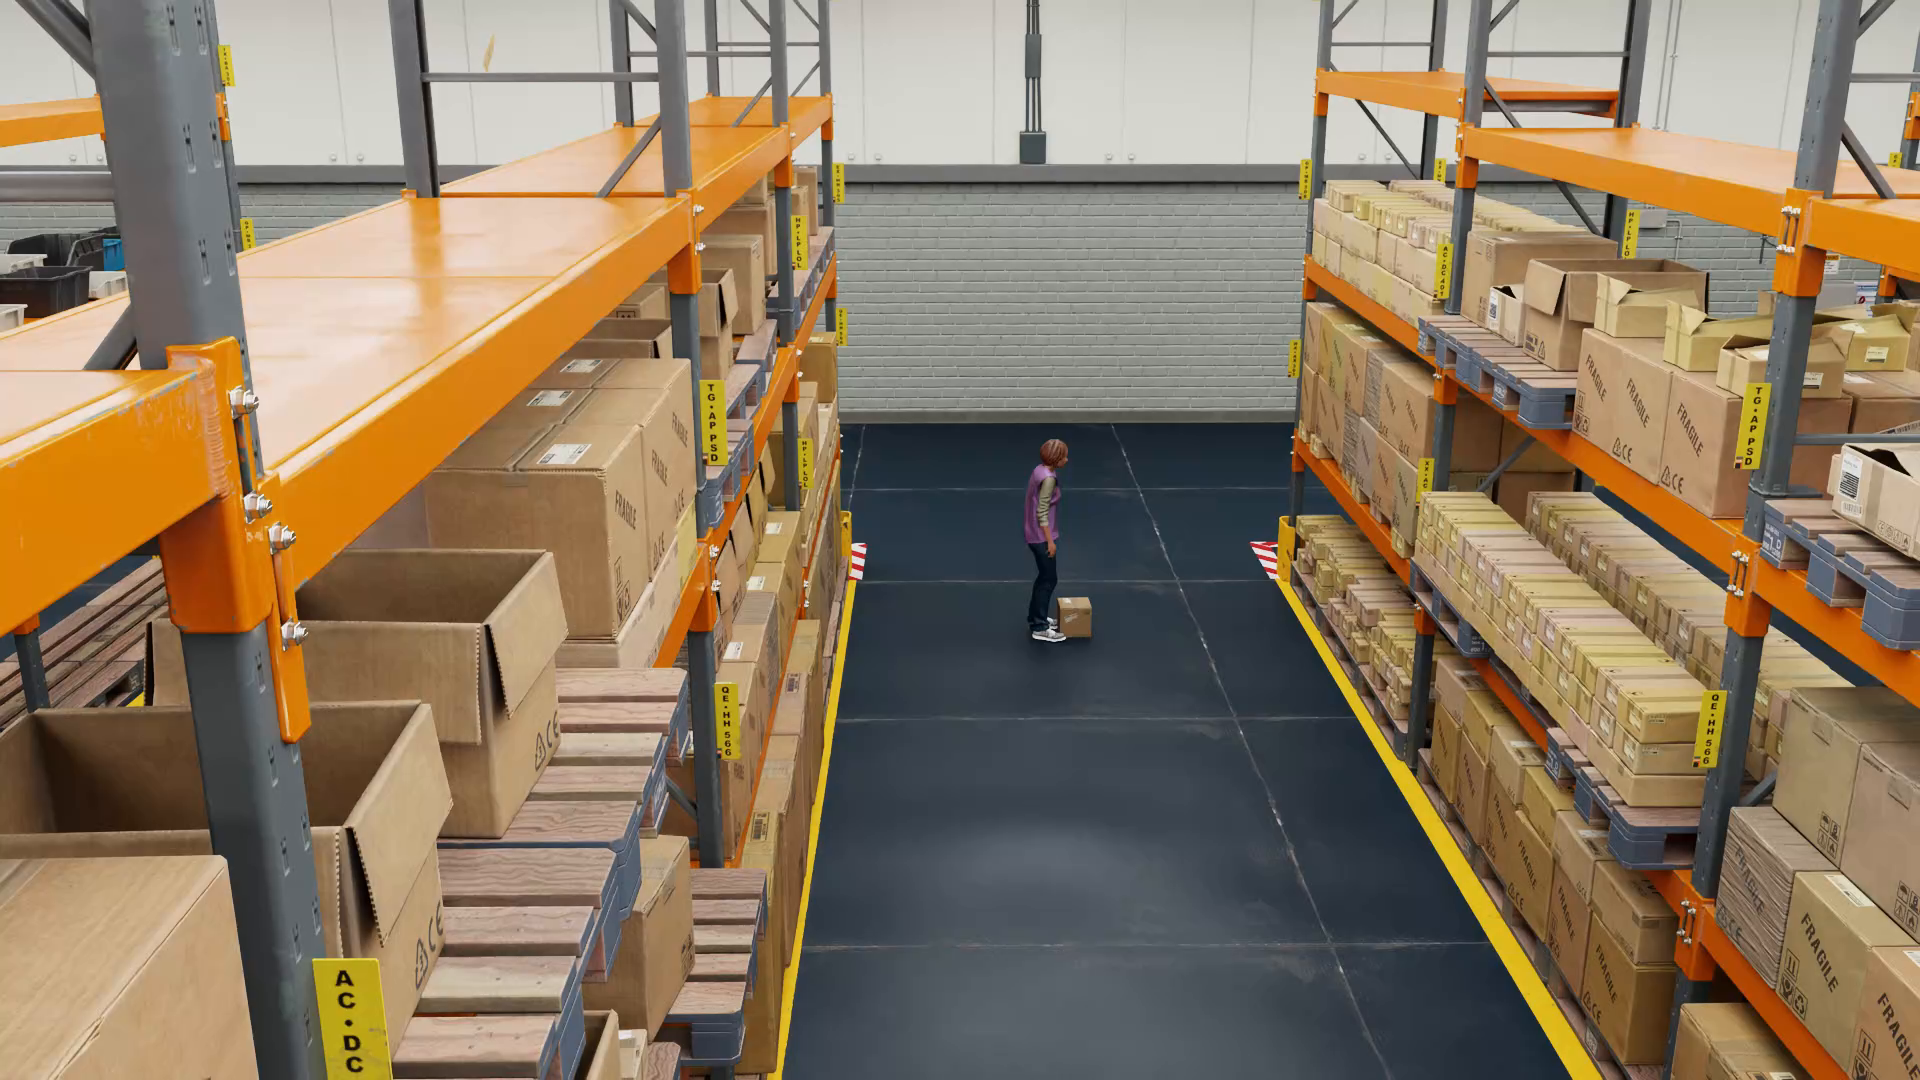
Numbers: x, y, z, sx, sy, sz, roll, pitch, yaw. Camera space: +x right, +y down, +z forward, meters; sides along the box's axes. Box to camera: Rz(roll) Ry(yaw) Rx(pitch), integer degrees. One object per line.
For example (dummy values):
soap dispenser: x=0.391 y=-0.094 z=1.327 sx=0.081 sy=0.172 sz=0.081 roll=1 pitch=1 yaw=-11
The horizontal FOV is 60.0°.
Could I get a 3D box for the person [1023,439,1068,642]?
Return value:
person: x=0.670 y=-0.016 z=13.117 sx=0.343 sy=1.592 sz=0.460 roll=0 pitch=17 yaw=0
